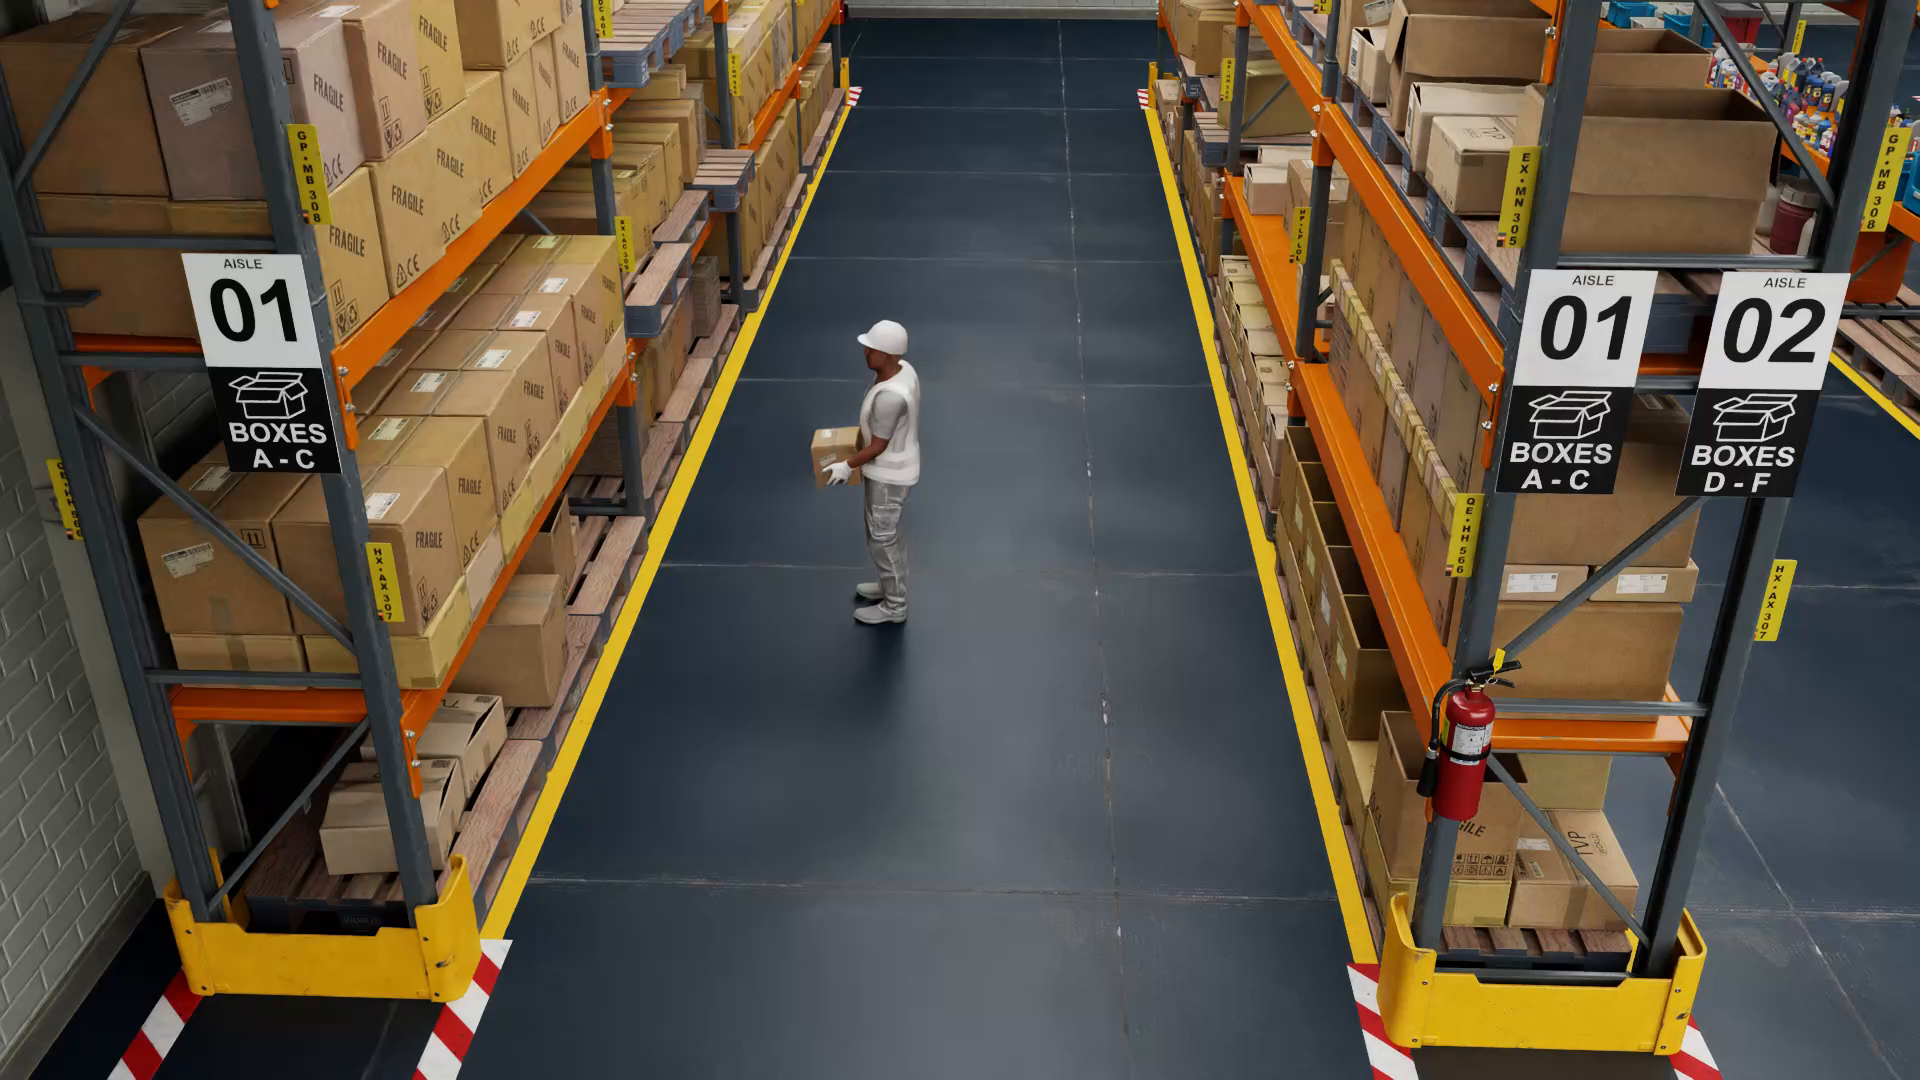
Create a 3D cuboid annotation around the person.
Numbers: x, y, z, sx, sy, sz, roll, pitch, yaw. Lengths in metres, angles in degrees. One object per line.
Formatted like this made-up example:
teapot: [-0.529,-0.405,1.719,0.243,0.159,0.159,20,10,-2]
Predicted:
person: [-0.490,-0.385,9.326,0.541,1.789,0.532,1,28,1]
